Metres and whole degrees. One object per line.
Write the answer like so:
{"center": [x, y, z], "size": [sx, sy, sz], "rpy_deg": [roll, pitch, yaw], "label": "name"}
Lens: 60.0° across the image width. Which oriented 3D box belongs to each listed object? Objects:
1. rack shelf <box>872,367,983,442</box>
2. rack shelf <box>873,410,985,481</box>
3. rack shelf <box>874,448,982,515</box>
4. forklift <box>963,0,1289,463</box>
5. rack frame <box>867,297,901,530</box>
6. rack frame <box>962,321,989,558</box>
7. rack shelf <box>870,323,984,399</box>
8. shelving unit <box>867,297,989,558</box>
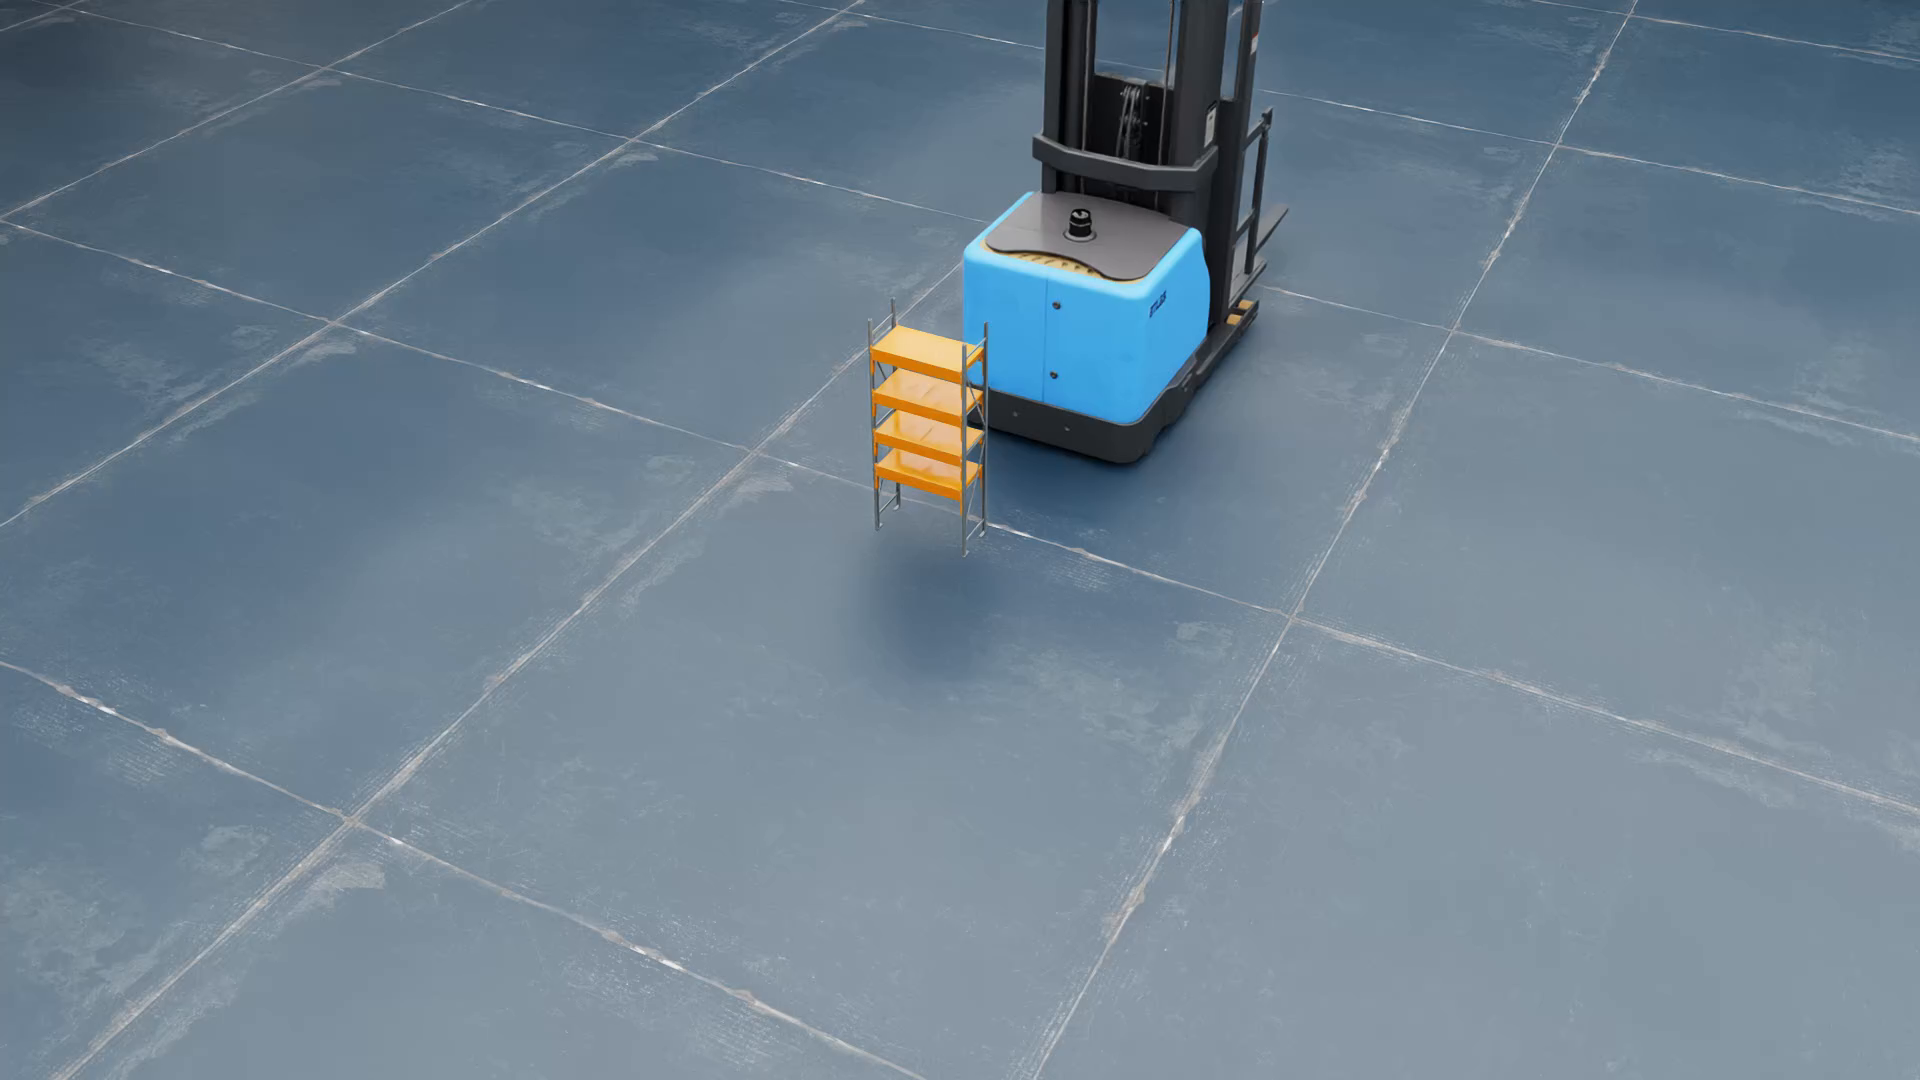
{"center": [-0.147, -0.649, 7.873], "size": [0.480, 0.148, 0.258], "rpy_deg": [17, 41, 21], "label": "rack shelf"}
{"center": [-0.147, -0.470, 8.008], "size": [0.480, 0.148, 0.258], "rpy_deg": [17, 41, 21], "label": "rack shelf"}
{"center": [-0.147, -0.312, 8.128], "size": [0.480, 0.148, 0.258], "rpy_deg": [17, 41, 21], "label": "rack shelf"}
{"center": [1.130, -2.446, 9.067], "size": [1.130, 2.935, 3.031], "rpy_deg": [18, 41, 22], "label": "forklift"}
{"center": [-0.364, -0.592, 8.057], "size": [0.015, 1.200, 0.240], "rpy_deg": [17, 41, 21], "label": "rack frame"}
{"center": [0.070, -0.456, 7.878], "size": [0.015, 1.200, 0.240], "rpy_deg": [17, 41, 21], "label": "rack frame"}
{"center": [-0.147, -0.837, 7.730], "size": [0.480, 0.148, 0.258], "rpy_deg": [17, 41, 21], "label": "rack shelf"}
{"center": [-0.147, -0.524, 7.968], "size": [0.503, 1.200, 0.258], "rpy_deg": [17, 41, 21], "label": "shelving unit"}
